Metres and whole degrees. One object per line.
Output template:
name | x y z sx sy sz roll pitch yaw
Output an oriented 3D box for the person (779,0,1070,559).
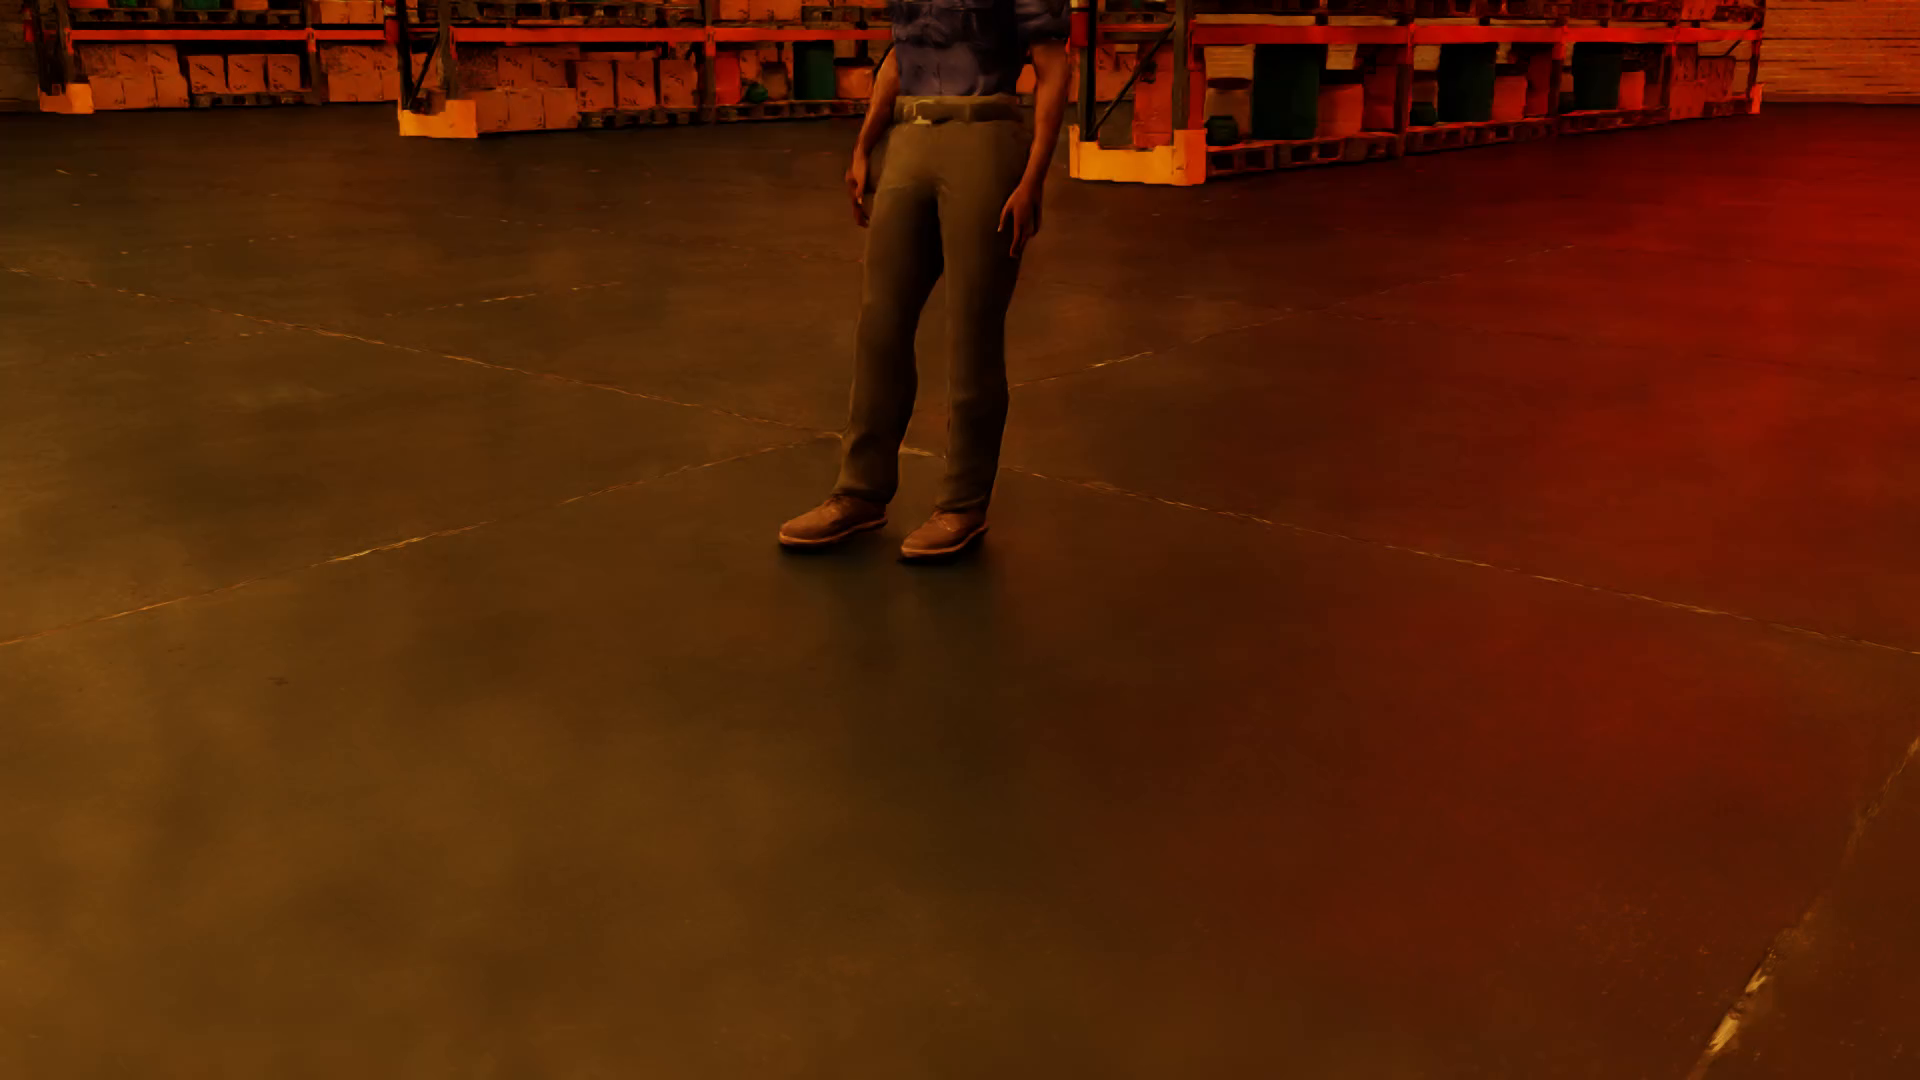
person | -0.071 -0.782 3.646 0.570 1.655 0.503 13 21 37
